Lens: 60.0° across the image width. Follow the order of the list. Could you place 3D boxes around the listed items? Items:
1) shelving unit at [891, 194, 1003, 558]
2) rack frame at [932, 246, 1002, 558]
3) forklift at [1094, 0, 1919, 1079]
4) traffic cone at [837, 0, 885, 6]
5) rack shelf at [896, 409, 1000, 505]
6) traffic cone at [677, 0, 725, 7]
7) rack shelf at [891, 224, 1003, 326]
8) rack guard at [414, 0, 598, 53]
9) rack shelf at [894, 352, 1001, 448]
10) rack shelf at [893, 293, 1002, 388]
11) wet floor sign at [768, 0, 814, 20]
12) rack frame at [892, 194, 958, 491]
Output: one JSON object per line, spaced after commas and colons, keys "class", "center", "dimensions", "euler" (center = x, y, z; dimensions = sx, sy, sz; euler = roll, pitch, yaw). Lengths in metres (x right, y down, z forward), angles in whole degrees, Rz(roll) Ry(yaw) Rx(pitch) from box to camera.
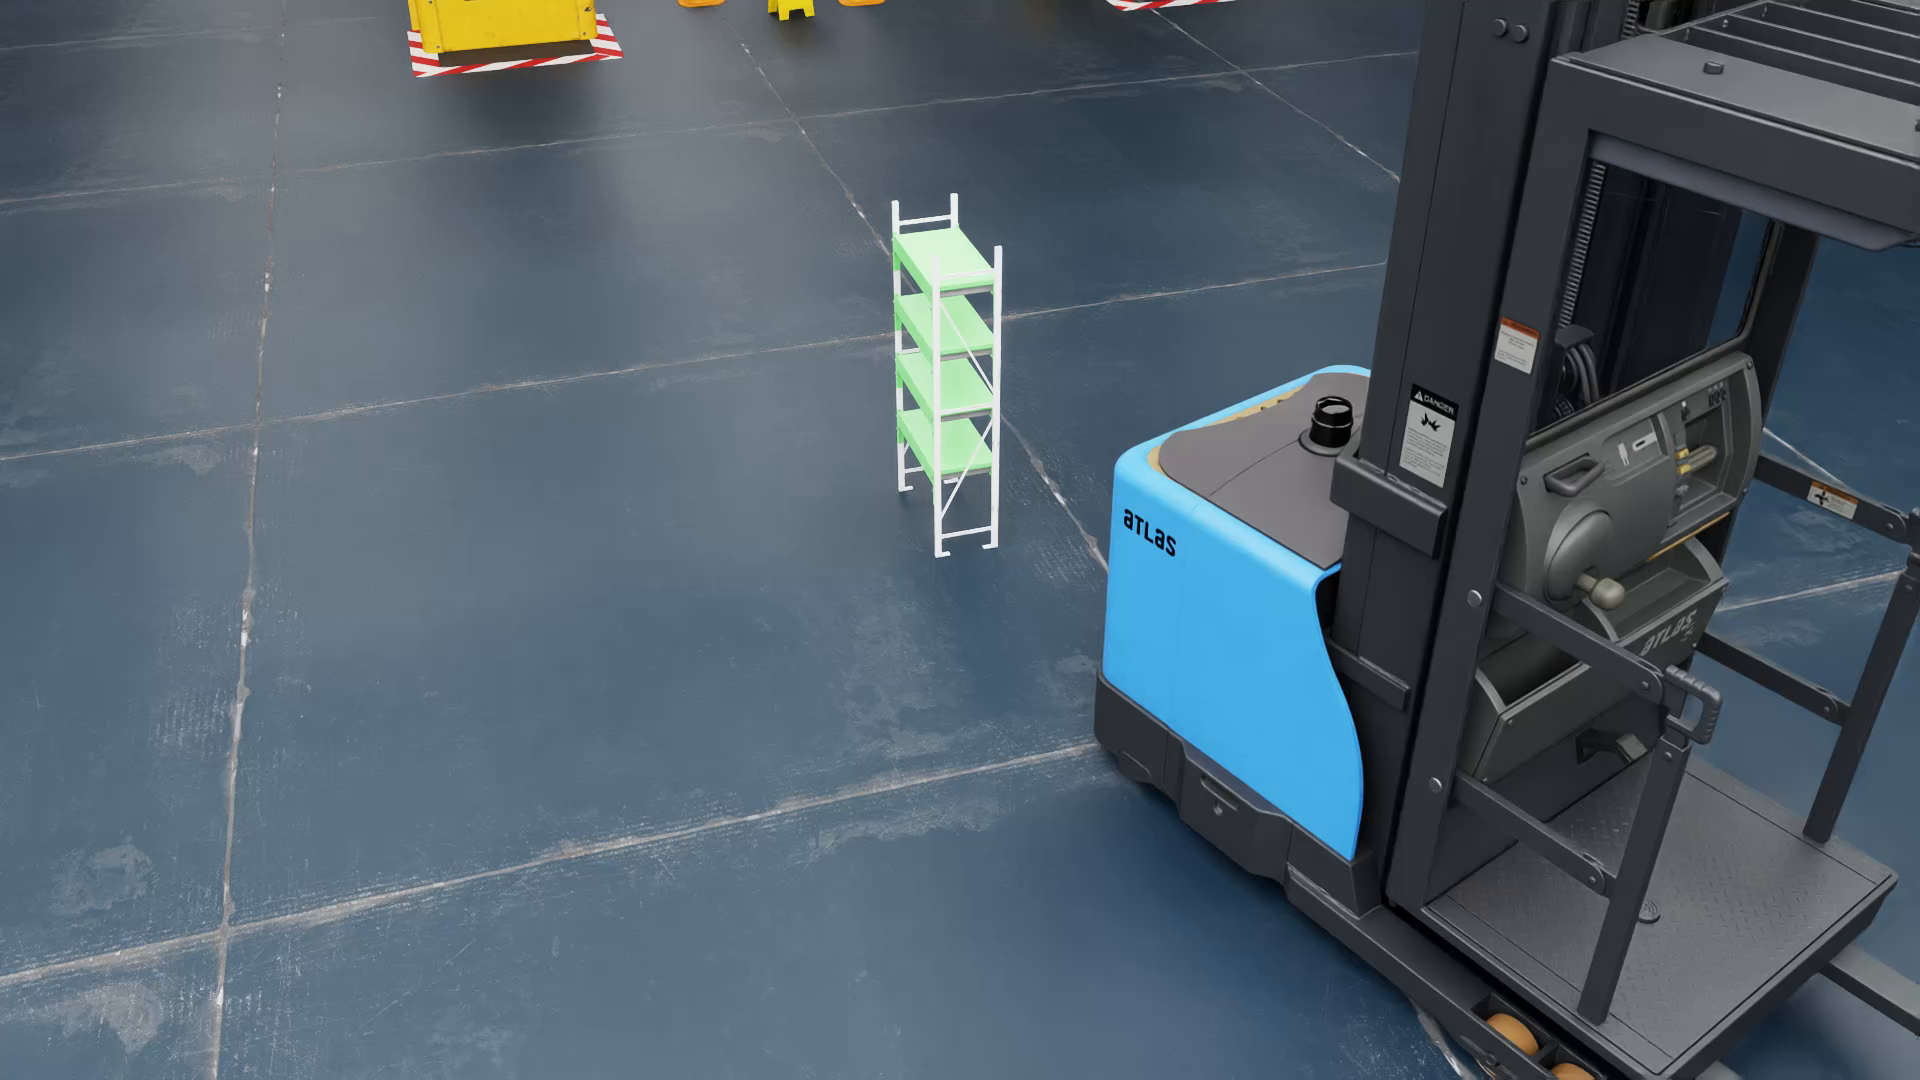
{"class": "shelving unit", "center": [-0.050, -0.587, 6.051], "dimensions": [0.258, 1.200, 0.503], "euler": [-10, 35, -15]}
{"class": "rack frame", "center": [0.024, -0.459, 5.857], "dimensions": [0.240, 1.200, 0.015], "euler": [-10, 35, -15]}
{"class": "forklift", "center": [1.713, -0.086, 3.721], "dimensions": [1.130, 2.935, 3.031], "euler": [-23, 40, -30]}
{"class": "traffic cone", "center": [-0.742, -4.196, 12.181], "dimensions": [0.336, 0.463, 0.334], "euler": [-10, 35, -15]}
{"class": "rack shelf", "center": [-0.050, -0.334, 6.218], "dimensions": [0.258, 0.148, 0.480], "euler": [-10, 35, -15]}
{"class": "traffic cone", "center": [-1.922, -4.185, 12.163], "dimensions": [0.336, 0.463, 0.334], "euler": [-10, 35, -15]}
{"class": "rack shelf", "center": [-0.050, -0.935, 5.821], "dimensions": [0.258, 0.148, 0.480], "euler": [-10, 35, -15]}
{"class": "rack guard", "center": [-3.105, -3.670, 11.351], "dimensions": [1.175, 0.500, 0.348], "euler": [-10, 35, -15]}
{"class": "rack shelf", "center": [-0.050, -0.534, 6.086], "dimensions": [0.258, 0.148, 0.480], "euler": [-10, 35, -15]}
{"class": "rack shelf", "center": [-0.050, -0.734, 5.954], "dimensions": [0.258, 0.148, 0.480], "euler": [-10, 35, -15]}
{"class": "wet floor sign", "center": [-1.218, -4.061, 11.811], "dimensions": [0.267, 0.644, 0.232], "euler": [-16, 37, -23]}
{"class": "rack frame", "center": [-0.125, -0.716, 6.245], "dimensions": [0.240, 1.200, 0.015], "euler": [-10, 35, -15]}
